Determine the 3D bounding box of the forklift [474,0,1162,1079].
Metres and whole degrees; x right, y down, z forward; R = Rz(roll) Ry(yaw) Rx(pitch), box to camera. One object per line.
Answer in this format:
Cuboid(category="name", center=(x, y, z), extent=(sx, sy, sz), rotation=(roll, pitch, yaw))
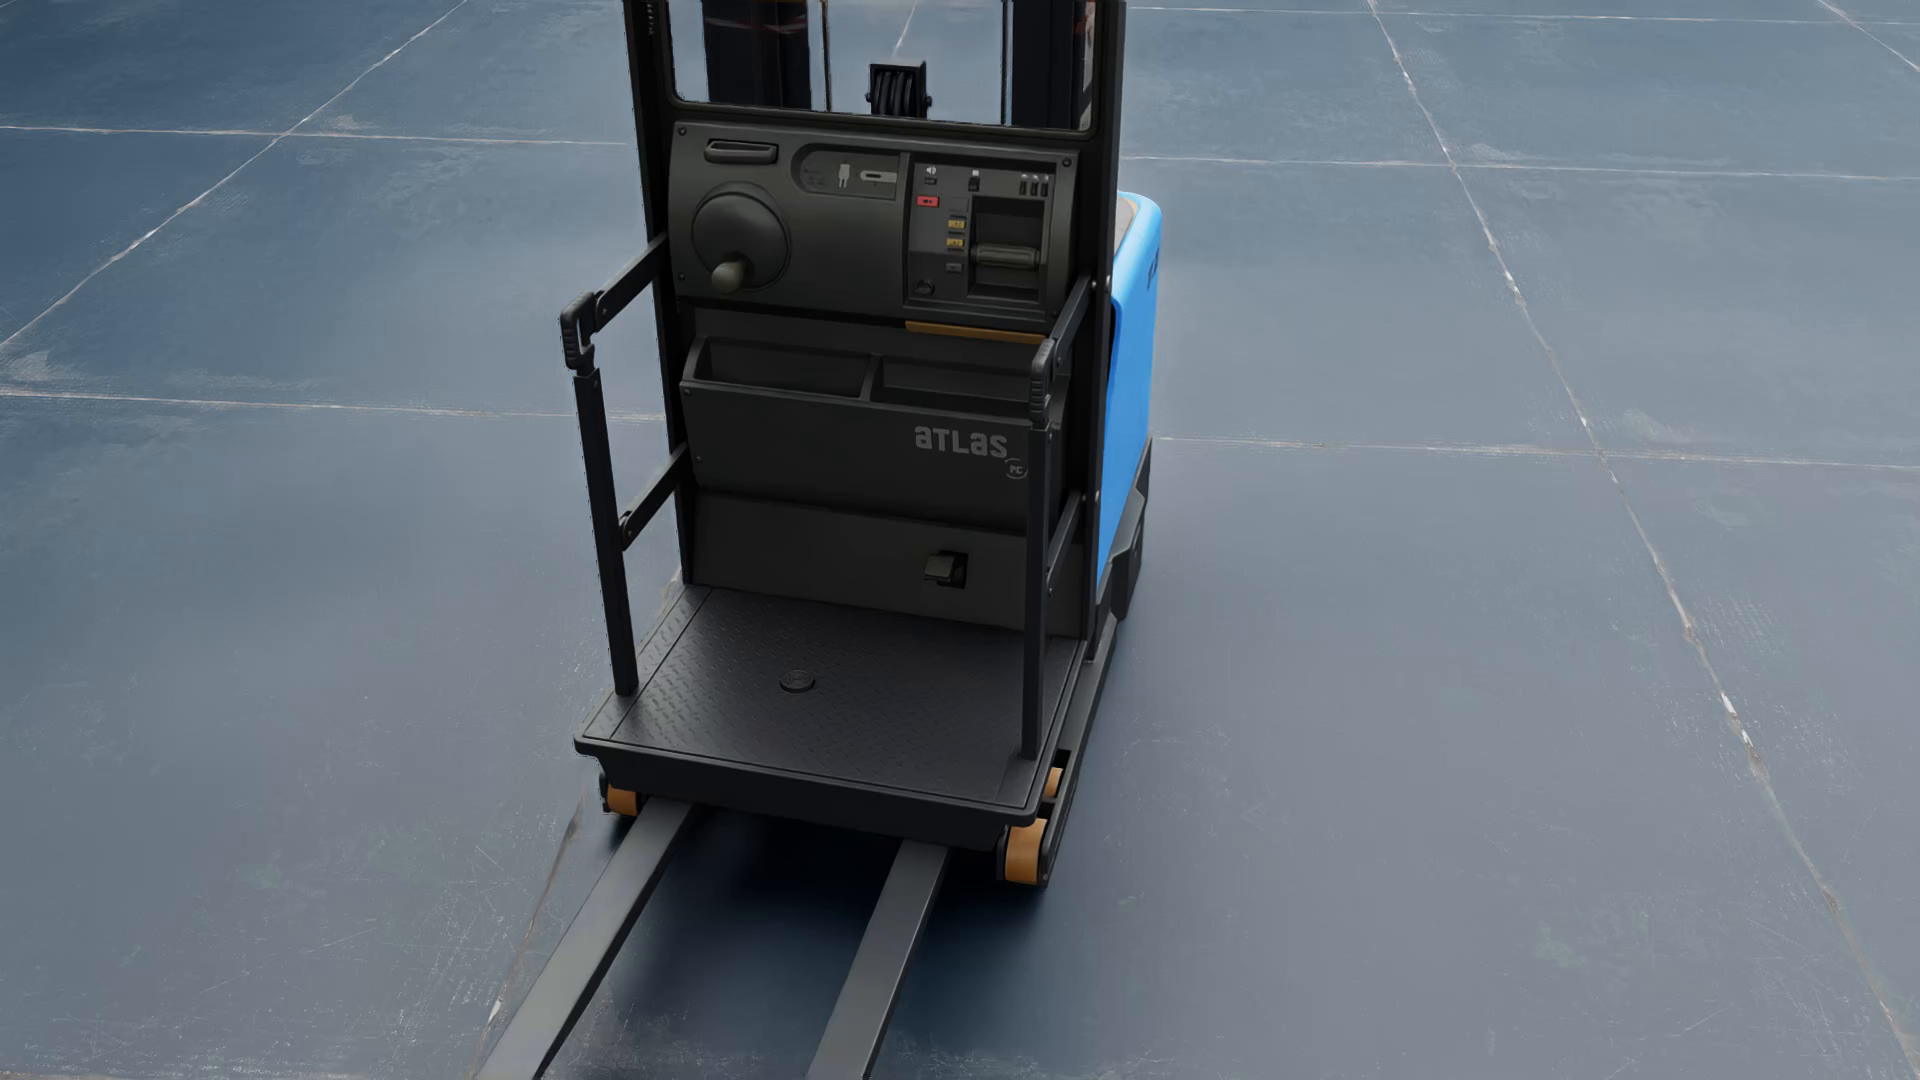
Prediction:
Cuboid(category="forklift", center=(-0.254, -0.656, 3.521), extent=(1.130, 2.935, 3.031), rotation=(7, 32, 12))
